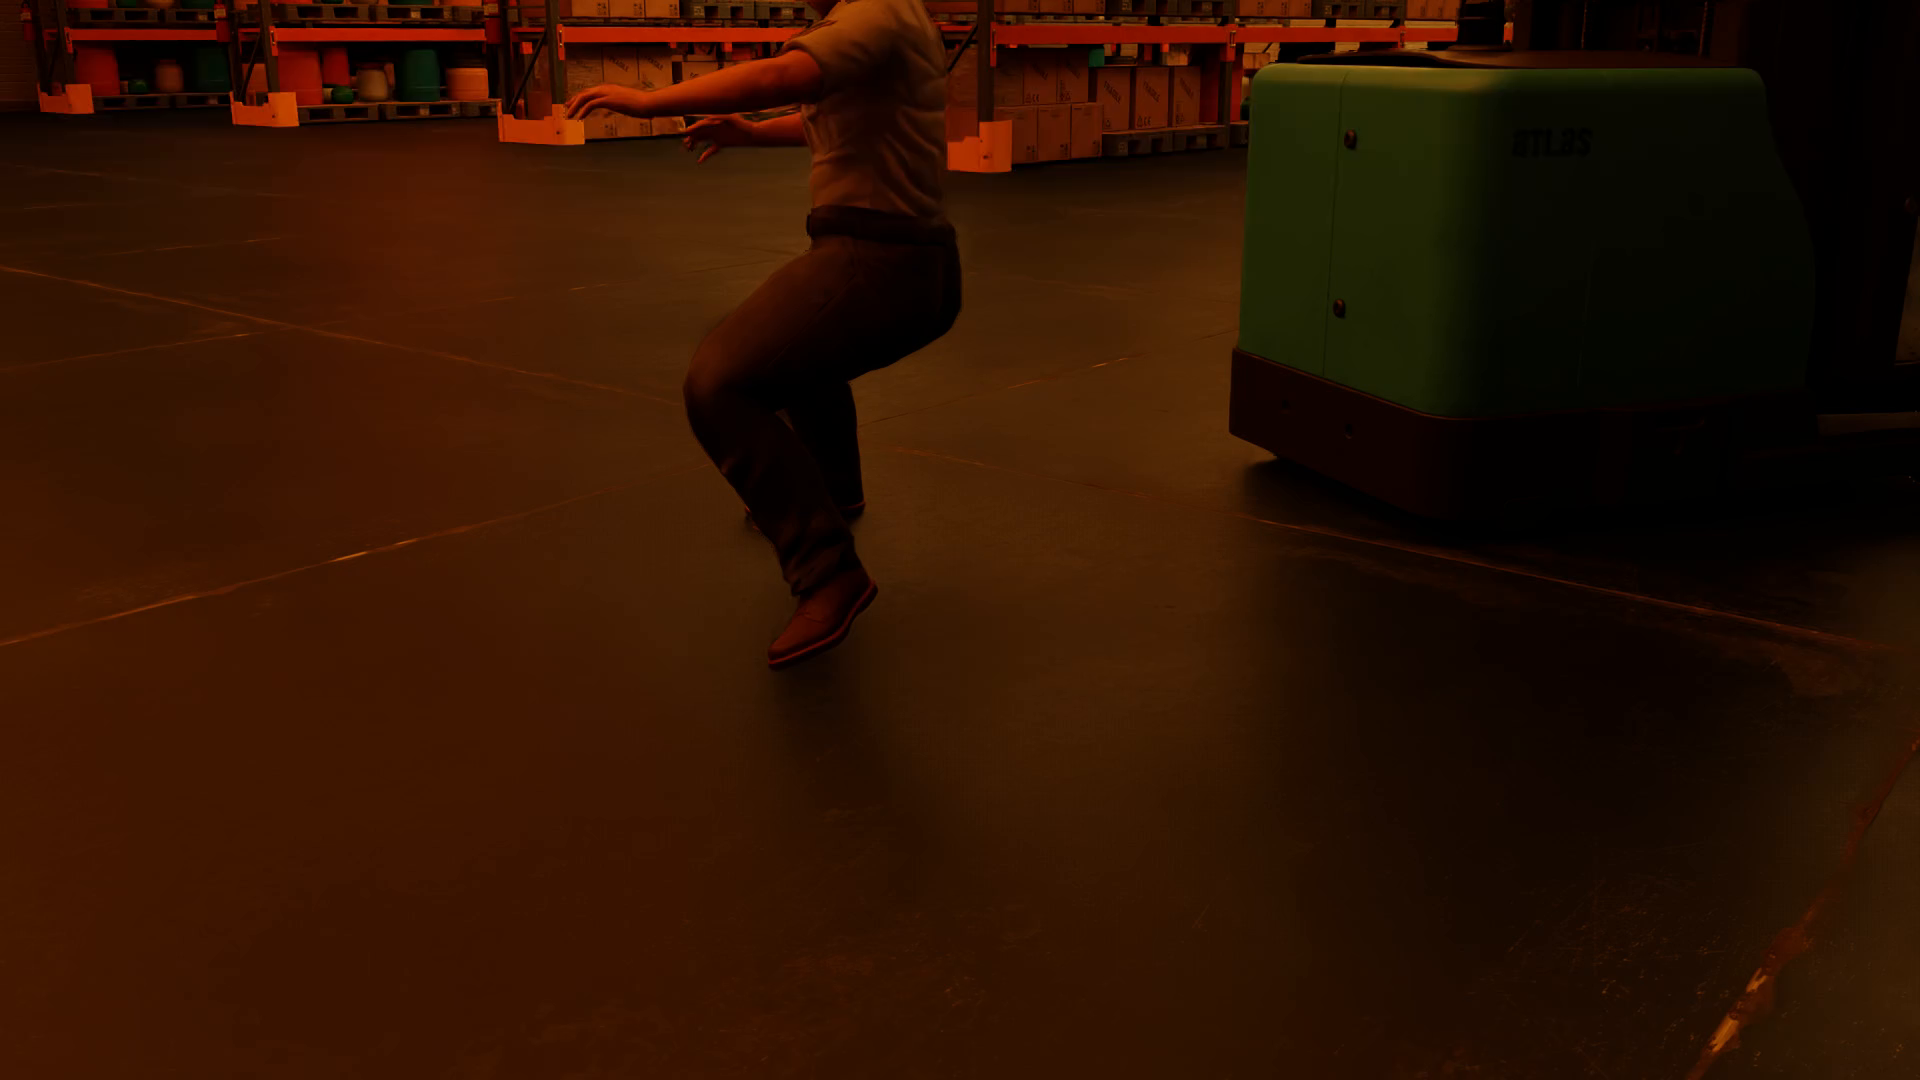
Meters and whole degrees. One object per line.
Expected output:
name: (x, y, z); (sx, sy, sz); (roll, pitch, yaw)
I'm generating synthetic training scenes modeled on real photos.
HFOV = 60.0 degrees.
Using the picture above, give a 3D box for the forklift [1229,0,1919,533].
forklift: (2.332, -1.664, 4.376); (3.031, 2.935, 1.130); (-6, 18, -19)

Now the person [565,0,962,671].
person: (-0.330, -0.586, 3.430); (0.626, 1.419, 1.204); (4, 17, 12)
